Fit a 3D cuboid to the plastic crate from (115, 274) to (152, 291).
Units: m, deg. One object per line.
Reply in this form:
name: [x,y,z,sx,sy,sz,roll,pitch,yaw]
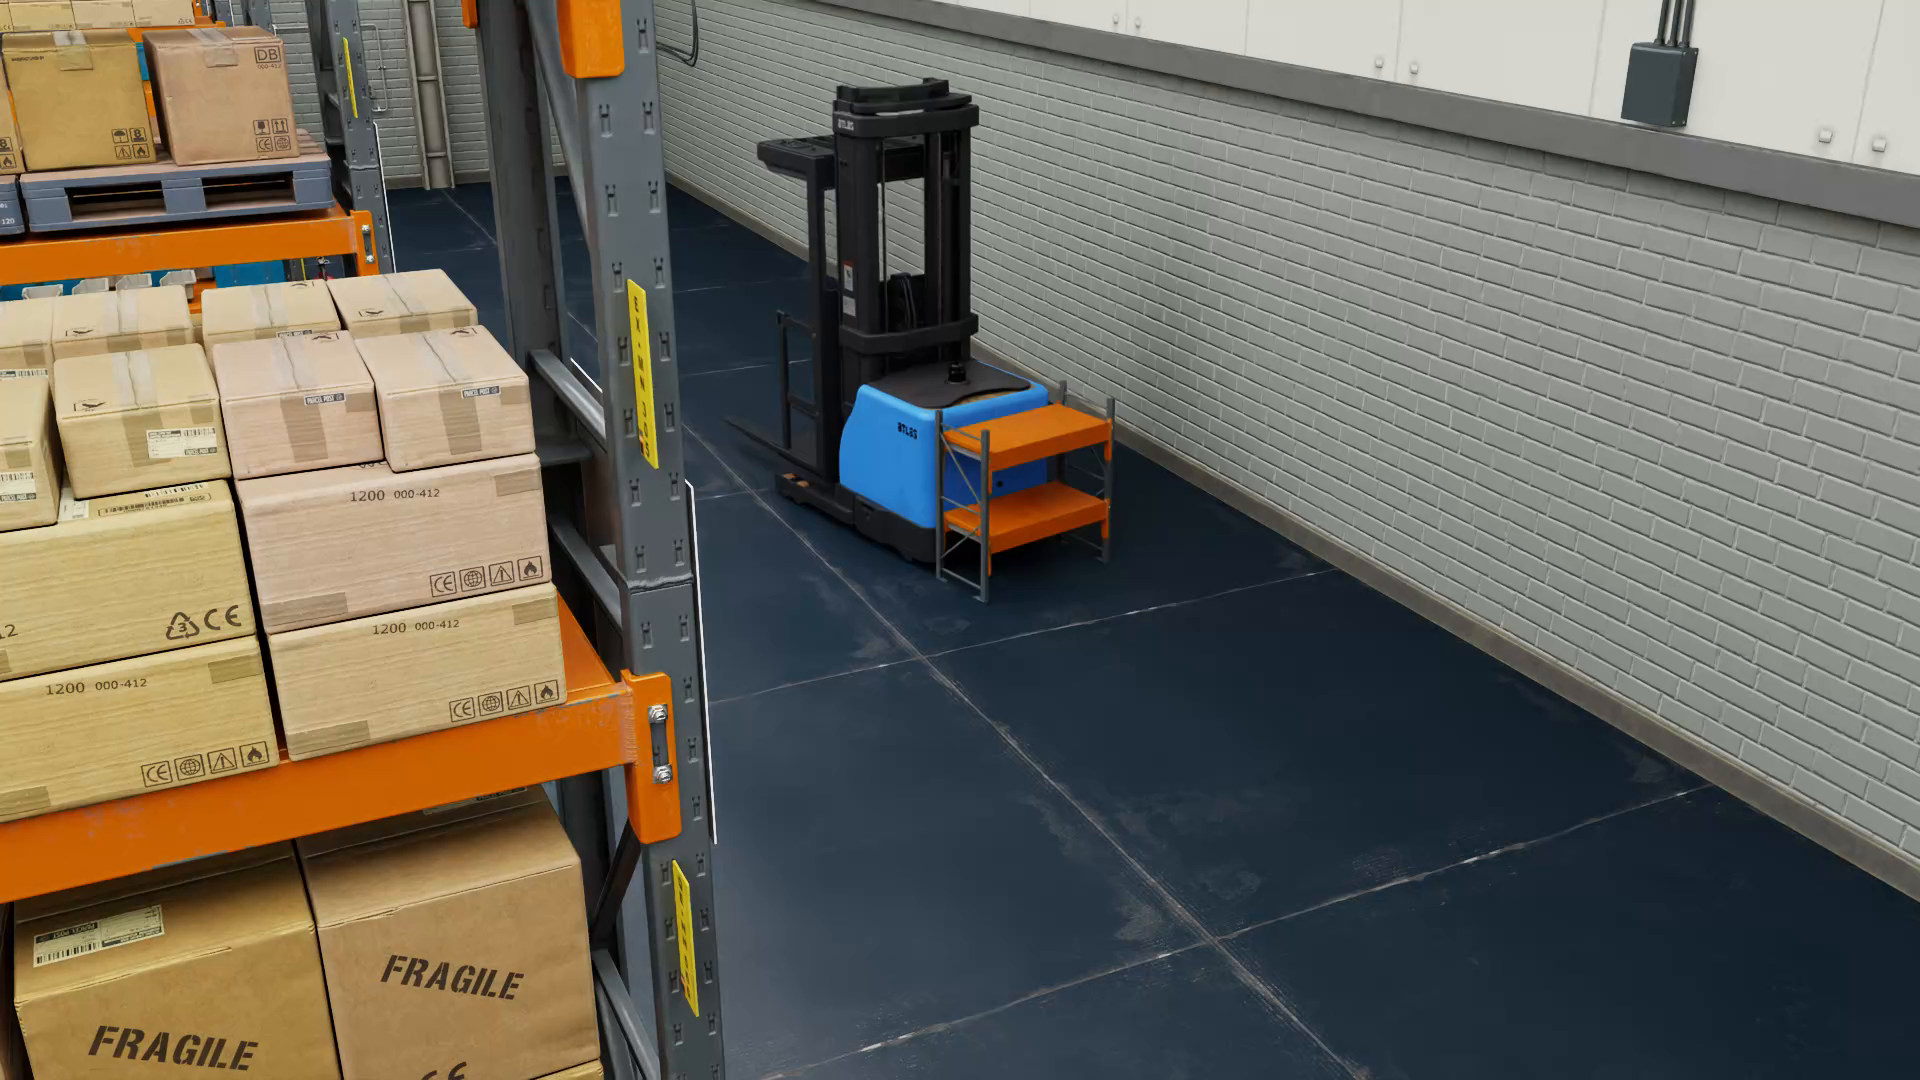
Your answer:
plastic crate: [-5.919,-1.791,11.922,0.243,0.136,0.396,-10,25,-24]

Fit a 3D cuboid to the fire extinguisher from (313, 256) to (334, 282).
fire extinguisher: [-4.662,-1.787,12.233,0.183,0.674,0.296,-10,25,-24]

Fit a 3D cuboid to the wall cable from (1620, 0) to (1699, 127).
wall cable: [3.743,-4.428,5.975,0.120,5.999,2.277,-10,25,-24]

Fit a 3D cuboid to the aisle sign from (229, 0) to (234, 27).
aisle sign: [-6.946,-4.941,15.865,0.004,0.787,0.394,-10,25,-24]

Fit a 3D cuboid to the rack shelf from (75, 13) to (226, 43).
rack shelf: [-8.942,-4.556,15.352,4.000,0.370,1.077,-10,25,-24]

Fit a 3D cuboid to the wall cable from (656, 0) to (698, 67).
wall cable: [-4.040,-7.693,22.128,0.112,2.526,3.097,-10,25,-24]

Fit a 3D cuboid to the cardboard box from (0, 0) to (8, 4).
cardboard box: [-8.842,-4.958,14.927,0.500,0.250,0.500,-10,25,-24]

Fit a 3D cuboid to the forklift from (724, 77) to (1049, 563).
forklift: [-0.677,-1.708,11.545,1.130,2.935,3.031,-16,27,-33]

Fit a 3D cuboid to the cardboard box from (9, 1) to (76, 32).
cardboard box: [-8.389,-4.808,15.217,0.500,0.250,0.500,-10,25,-24]

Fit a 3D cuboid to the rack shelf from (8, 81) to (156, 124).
rack shelf: [-6.797,-2.848,11.227,4.000,0.370,1.077,-10,25,-24]

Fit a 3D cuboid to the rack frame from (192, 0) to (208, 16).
rack frame: [-9.292,-5.540,20.713,0.127,3.000,1.000,-10,25,-24]

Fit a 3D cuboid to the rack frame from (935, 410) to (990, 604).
rack frame: [0.012,-0.204,10.273,0.032,1.125,0.500,-17,28,-35]

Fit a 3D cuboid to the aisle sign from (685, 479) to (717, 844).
aisle sign: [-0.591,0.197,3.453,0.004,0.787,0.394,-10,25,-24]

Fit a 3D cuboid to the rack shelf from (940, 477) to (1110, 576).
rack shelf: [0.413,-0.098,10.656,1.000,0.278,0.538,-17,28,-35]

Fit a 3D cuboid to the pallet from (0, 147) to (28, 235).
pallet: [-4.612,-1.434,6.986,1.213,0.211,1.003,-10,25,-24]

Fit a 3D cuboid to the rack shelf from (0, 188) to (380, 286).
rack shelf: [-4.649,-1.141,7.103,4.000,0.370,1.077,-10,25,-24]

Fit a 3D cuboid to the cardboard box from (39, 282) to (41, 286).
cardboard box: [-9.053,-2.534,16.137,0.637,0.503,0.797,-10,25,-24]

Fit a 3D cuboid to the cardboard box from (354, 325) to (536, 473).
cardboard box: [-0.959,-0.269,3.076,0.250,0.149,0.380,-11,25,-24]

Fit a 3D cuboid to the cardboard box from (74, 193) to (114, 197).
cardboard box: [-8.343,-3.544,15.758,0.500,0.500,0.500,-10,25,-23]

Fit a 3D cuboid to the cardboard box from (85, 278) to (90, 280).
cardboard box: [-8.392,-2.444,16.253,0.500,0.250,0.500,-10,25,-24]

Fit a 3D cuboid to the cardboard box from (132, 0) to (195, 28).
cardboard box: [-7.488,-4.974,15.619,0.500,0.250,0.500,-10,25,-24]

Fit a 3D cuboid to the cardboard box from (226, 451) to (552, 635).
cardboard box: [-1.091,-0.077,3.134,0.500,0.250,0.500,-11,25,-25]

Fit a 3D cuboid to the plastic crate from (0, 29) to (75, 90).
plastic crate: [-6.491,-3.325,11.519,0.767,0.338,0.504,-10,25,-24]

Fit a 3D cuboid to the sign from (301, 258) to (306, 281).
sign: [-4.742,-2.015,11.982,0.005,0.325,0.100,-10,25,-24]

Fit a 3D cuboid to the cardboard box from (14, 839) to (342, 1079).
cardboard box: [-1.548,0.907,3.310,0.500,0.500,0.500,-11,25,-25]

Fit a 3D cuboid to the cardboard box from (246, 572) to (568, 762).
cardboard box: [-1.082,0.157,3.223,0.500,0.250,0.500,-11,25,-25]

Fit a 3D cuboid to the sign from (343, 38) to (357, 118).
sign: [-2.624,-1.988,7.156,0.005,0.325,0.100,-10,25,-24]

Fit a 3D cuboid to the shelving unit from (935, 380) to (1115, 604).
shelving unit: [0.413,-0.324,10.562,1.048,1.125,0.538,-17,28,-35]

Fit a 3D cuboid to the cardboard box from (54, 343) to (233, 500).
cardboard box: [-1.455,-0.219,2.955,0.250,0.149,0.380,-11,25,-25]

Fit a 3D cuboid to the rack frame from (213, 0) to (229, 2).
rack frame: [-7.140,-6.606,15.442,0.127,3.000,1.000,-10,25,-24]

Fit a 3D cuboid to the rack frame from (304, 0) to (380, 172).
rack frame: [-2.847,-3.191,7.193,0.127,3.000,1.000,-10,25,-24]

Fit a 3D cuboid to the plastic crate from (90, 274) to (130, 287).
plastic crate: [-6.296,-1.967,12.347,0.298,0.136,0.250,-10,25,-24]

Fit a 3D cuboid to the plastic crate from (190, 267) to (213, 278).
plastic crate: [-5.685,-2.080,12.619,0.298,0.136,0.250,-10,25,-24]

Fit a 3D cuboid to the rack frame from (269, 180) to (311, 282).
rack frame: [-4.995,-2.126,12.464,0.127,3.000,1.000,-10,25,-24]

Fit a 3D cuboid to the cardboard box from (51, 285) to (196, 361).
cardboard box: [-1.691,-0.394,3.379,0.250,0.149,0.380,-10,25,-24]

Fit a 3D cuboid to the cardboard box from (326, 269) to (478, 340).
cardboard box: [-1.177,-0.450,3.514,0.250,0.149,0.380,-11,25,-24]

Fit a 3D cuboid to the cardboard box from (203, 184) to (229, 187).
cardboard box: [-7.425,-3.712,16.165,0.500,0.500,0.500,-10,24,-22]

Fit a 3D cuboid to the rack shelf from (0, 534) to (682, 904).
rack shelf: [-2.589,0.585,2.933,4.000,0.370,1.077,-10,25,-24]

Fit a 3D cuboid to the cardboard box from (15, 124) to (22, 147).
cardboard box: [-8.804,-3.917,15.352,0.500,0.500,0.500,-10,24,-22]

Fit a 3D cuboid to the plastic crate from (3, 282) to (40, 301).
plastic crate: [-6.817,-1.881,12.012,0.300,0.233,0.416,-10,25,-24]

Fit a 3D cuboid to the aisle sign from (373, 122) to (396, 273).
aisle sign: [-2.652,-1.529,7.623,0.004,0.787,0.394,-10,25,-24]

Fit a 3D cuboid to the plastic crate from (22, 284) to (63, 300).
plastic crate: [-6.418,-1.681,11.656,0.250,0.136,0.298,-10,25,-24]

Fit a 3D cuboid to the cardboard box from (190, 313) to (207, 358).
cardboard box: [-3.847,-0.764,8.001,0.500,0.500,0.500,-11,25,-25]

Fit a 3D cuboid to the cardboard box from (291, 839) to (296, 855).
cardboard box: [-1.758,0.730,3.737,0.500,0.500,0.500,-10,24,-22]

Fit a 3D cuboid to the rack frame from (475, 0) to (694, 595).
rack frame: [-0.787,-1.465,3.024,0.127,3.000,1.000,-10,25,-24]

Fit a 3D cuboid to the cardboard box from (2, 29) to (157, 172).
cardboard box: [-3.851,-1.935,7.270,0.500,0.500,0.700,-11,25,-26]
